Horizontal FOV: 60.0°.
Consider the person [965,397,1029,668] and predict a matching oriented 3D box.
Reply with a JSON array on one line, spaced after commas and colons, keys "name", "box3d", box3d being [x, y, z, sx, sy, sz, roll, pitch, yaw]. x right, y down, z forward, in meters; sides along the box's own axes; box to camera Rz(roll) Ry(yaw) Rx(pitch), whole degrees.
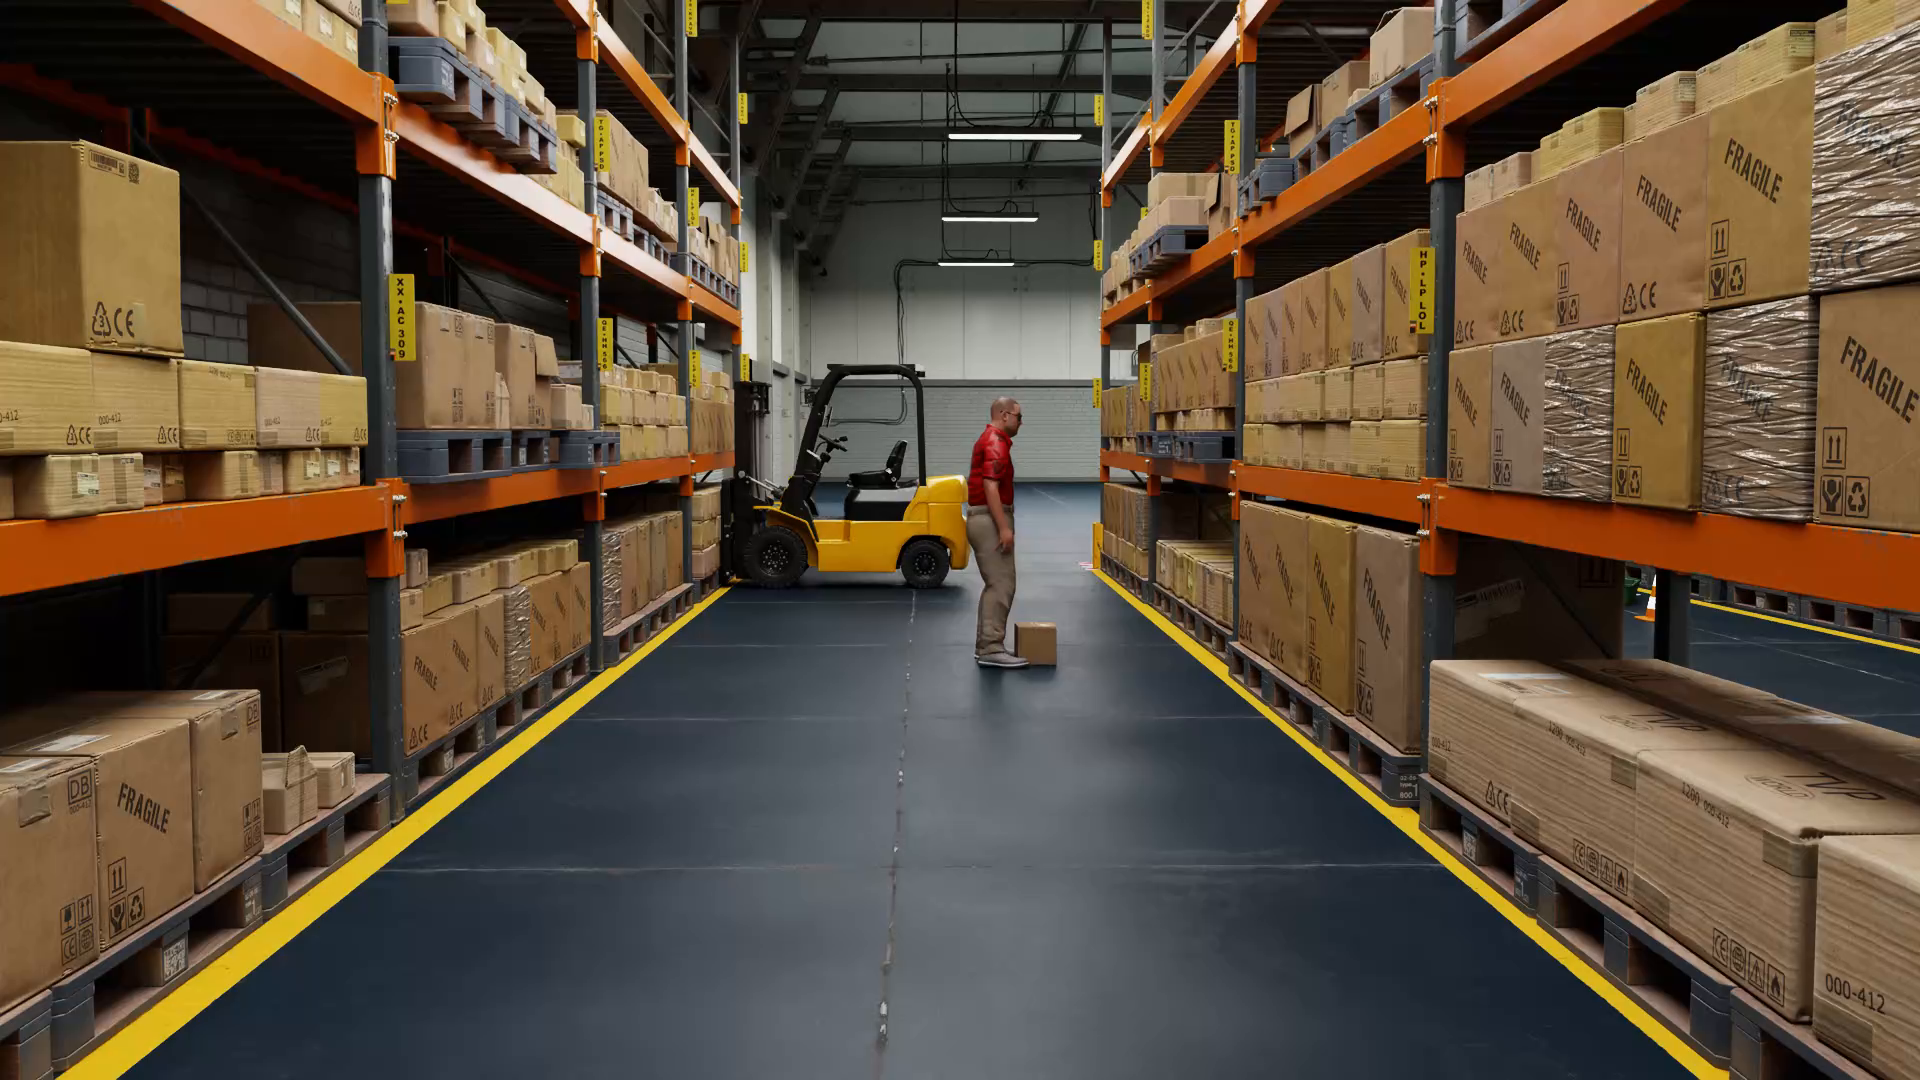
[{"name": "person", "box3d": [0.235, -0.061, 10.780, 0.390, 1.726, 0.588, 0, 4, -4]}]
